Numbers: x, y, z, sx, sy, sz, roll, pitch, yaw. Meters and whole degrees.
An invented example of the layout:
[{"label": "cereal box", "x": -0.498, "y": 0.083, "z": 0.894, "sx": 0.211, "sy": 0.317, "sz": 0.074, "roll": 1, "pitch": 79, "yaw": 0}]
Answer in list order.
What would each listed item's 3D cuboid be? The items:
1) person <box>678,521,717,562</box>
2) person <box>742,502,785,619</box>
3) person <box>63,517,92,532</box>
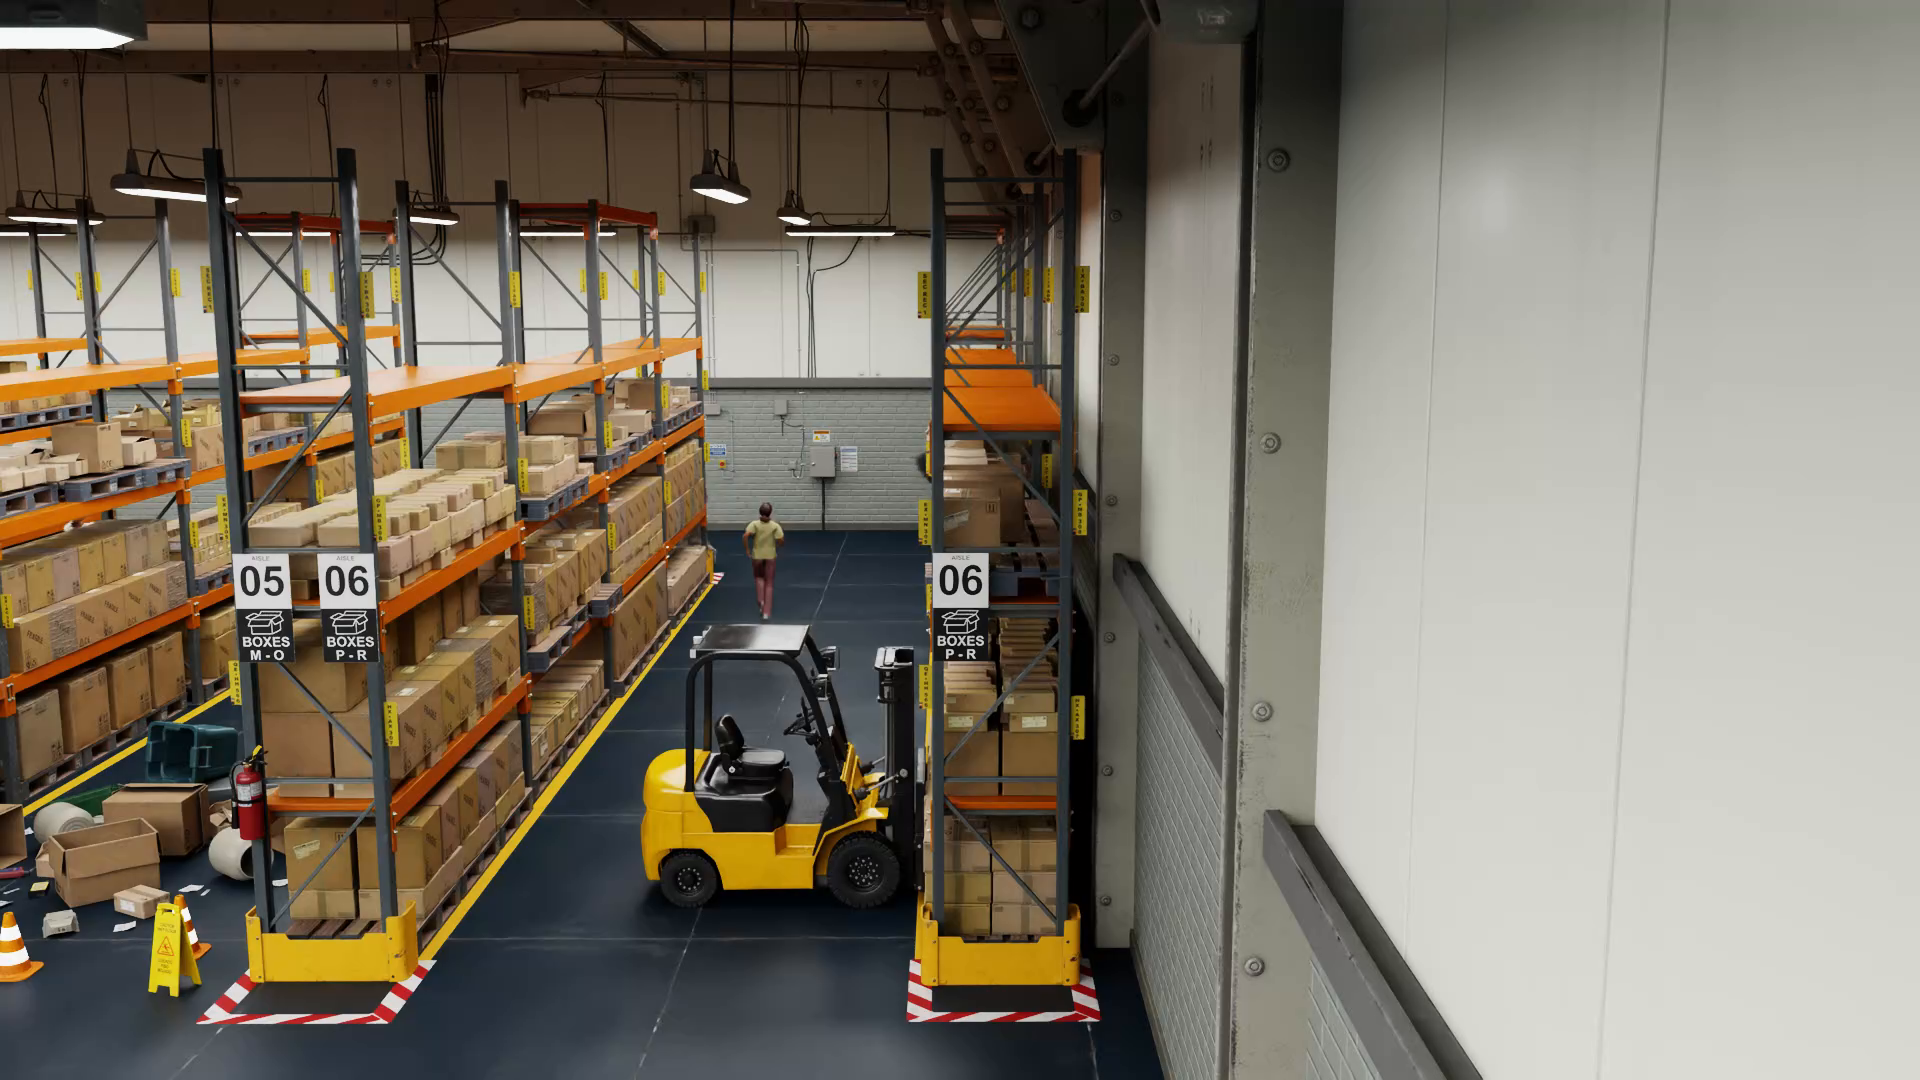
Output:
[{"label": "person", "x": -4.768, "y": -0.331, "z": 29.230, "sx": 0.753, "sy": 1.684, "sz": 0.744, "roll": 4, "pitch": 10, "yaw": 26}, {"label": "person", "x": -2.791, "y": 0.293, "z": 23.727, "sx": 0.587, "sy": 1.679, "sz": 0.580, "roll": -1, "pitch": 9, "yaw": -3}, {"label": "person", "x": -12.979, "y": 0.374, "z": 24.648, "sx": 0.650, "sy": 1.797, "sz": 1.144, "roll": 0, "pitch": 9, "yaw": -2}]
